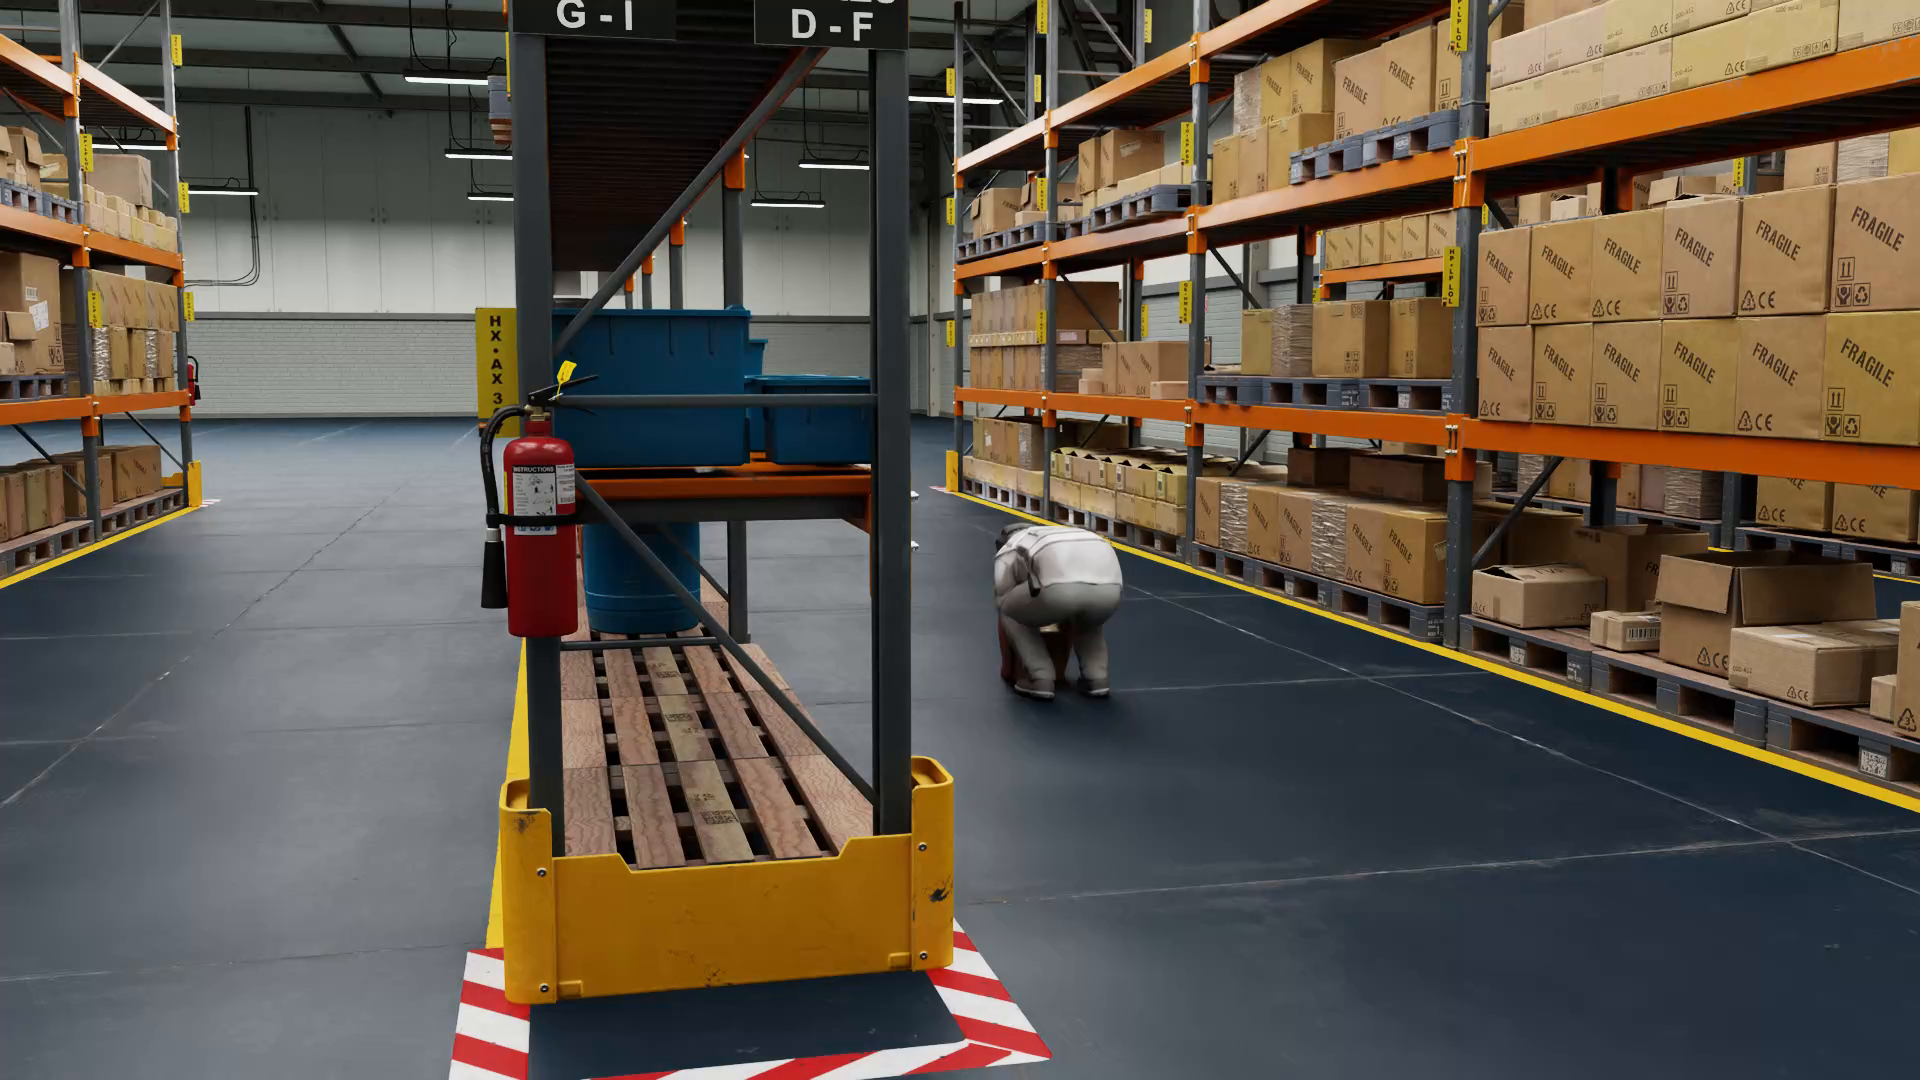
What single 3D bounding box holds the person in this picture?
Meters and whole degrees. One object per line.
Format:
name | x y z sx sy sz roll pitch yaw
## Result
person | 0.457 0.343 8.249 0.531 0.829 1.029 -2 6 -15
